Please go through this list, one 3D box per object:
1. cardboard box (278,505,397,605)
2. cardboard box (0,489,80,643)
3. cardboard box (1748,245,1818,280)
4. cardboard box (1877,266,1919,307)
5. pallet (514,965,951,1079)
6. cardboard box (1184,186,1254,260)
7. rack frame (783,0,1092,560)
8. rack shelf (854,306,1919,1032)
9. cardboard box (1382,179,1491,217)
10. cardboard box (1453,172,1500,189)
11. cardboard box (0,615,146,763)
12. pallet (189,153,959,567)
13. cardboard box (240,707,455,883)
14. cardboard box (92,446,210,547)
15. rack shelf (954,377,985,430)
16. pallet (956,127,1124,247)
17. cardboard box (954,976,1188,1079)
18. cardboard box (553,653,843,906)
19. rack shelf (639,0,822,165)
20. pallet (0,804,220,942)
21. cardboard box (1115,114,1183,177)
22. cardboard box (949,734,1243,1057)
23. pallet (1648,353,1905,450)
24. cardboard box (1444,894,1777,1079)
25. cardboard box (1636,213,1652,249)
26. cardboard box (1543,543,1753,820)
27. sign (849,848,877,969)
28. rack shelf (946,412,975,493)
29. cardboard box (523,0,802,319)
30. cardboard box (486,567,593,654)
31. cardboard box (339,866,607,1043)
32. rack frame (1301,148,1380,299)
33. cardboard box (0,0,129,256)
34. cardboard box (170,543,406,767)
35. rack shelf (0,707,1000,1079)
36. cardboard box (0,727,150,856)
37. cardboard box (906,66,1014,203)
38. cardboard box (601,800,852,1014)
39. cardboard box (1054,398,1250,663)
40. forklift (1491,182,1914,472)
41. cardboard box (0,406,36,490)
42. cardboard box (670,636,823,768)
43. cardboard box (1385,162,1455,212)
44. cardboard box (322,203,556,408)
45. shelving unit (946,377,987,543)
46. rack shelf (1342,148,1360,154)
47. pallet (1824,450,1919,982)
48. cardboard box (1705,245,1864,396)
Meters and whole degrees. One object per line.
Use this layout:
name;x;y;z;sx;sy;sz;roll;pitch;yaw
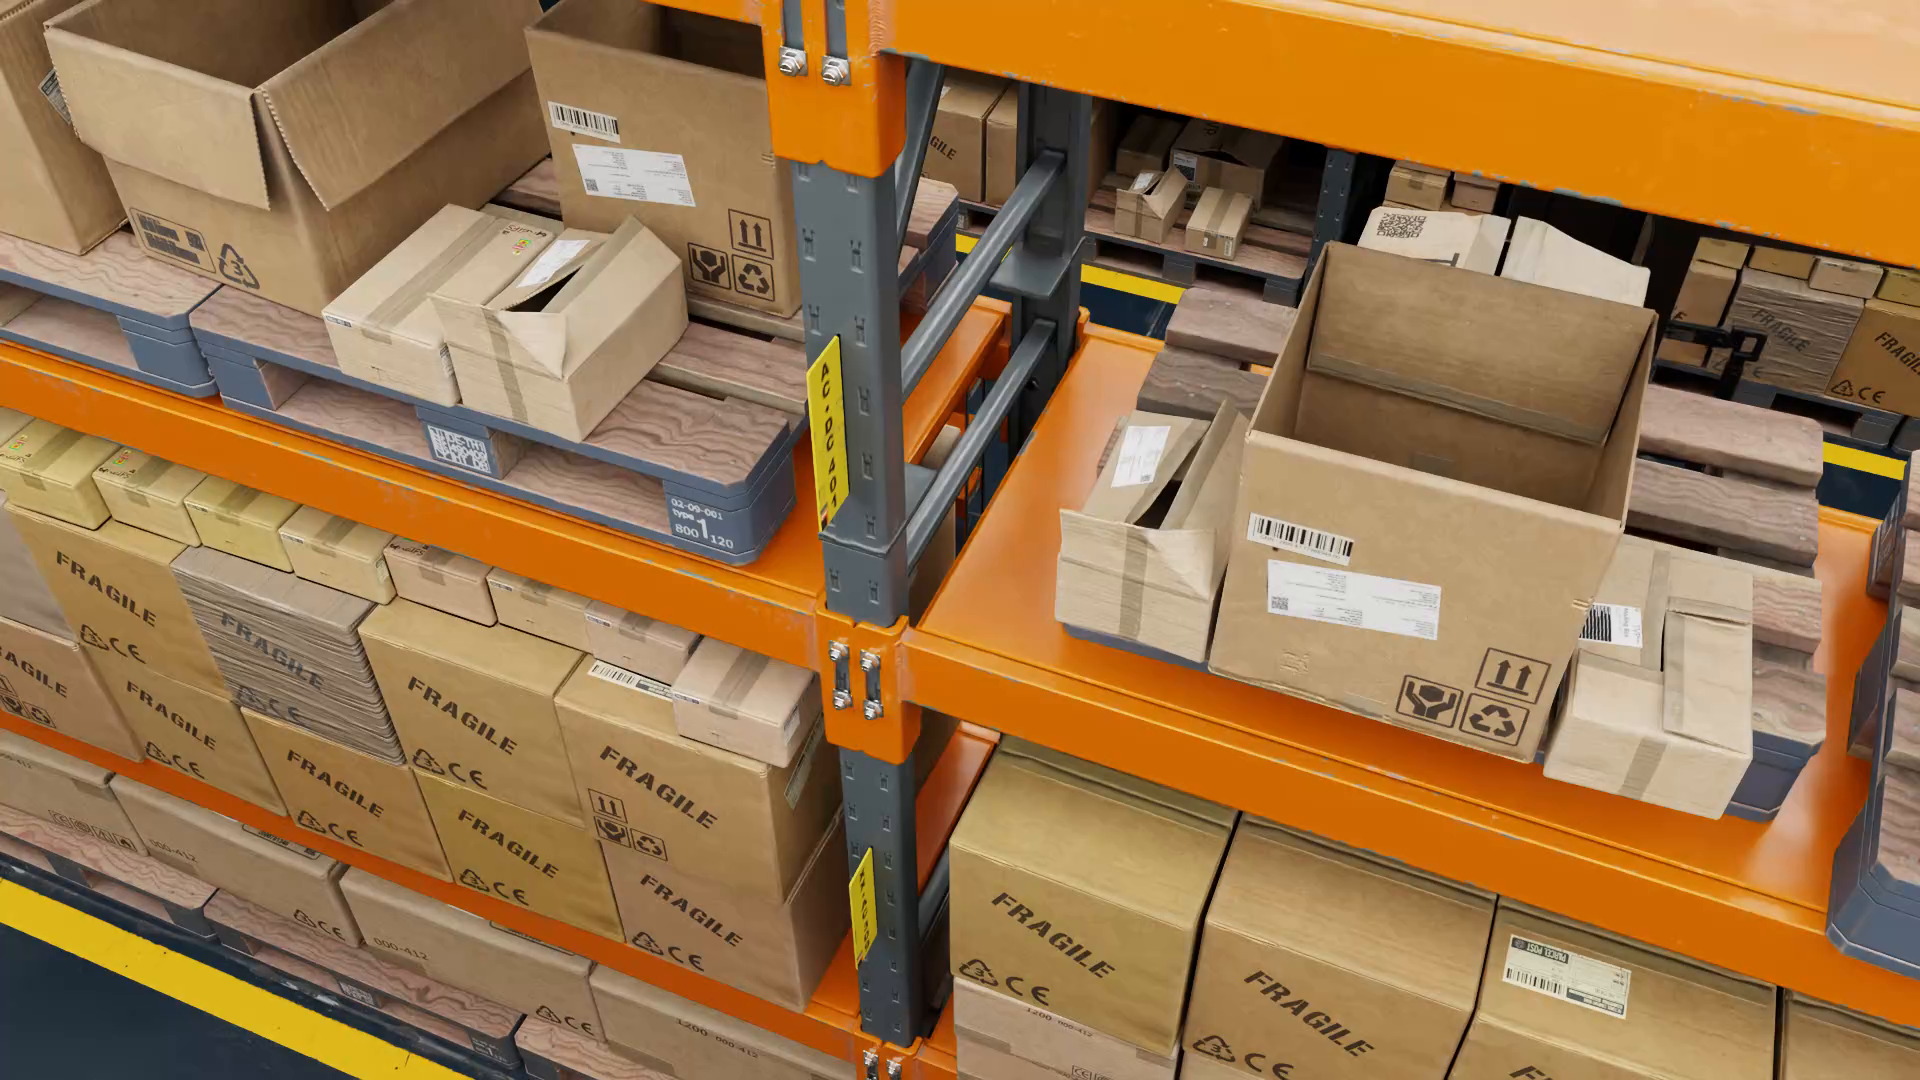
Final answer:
cardboard box;-1.311;-0.060;3.783;0.250;0.149;0.380;16;47;16
cardboard box;-2.392;-0.136;4.319;0.500;0.500;0.500;16;47;16
cardboard box;3.635;-1.332;7.316;0.250;0.149;0.380;17;47;16
cardboard box;4.109;-1.177;7.160;0.250;0.149;0.380;16;47;15
pallet;-0.663;1.485;5.447;1.213;0.211;1.003;16;47;16
cardboard box;1.289;-1.577;8.270;0.250;0.149;0.380;15;47;15
rack frame;0.009;-1.373;2.089;0.127;3.000;1.000;16;47;16
rack shelf;1.855;0.489;2.855;4.000;0.370;1.077;16;47;16
cardboard box;2.276;-1.463;7.907;0.500;0.500;0.500;18;48;18
cardboard box;2.404;-1.767;7.541;0.250;0.149;0.380;14;47;14
cardboard box;-2.410;0.218;4.672;0.500;0.500;0.500;16;47;16
pallet;-0.742;-0.507;3.408;1.213;0.211;1.003;16;47;16
cardboard box;-1.464;0.496;4.393;0.500;0.500;0.500;16;47;15
cardboard box;-1.786;-0.188;3.911;0.250;0.149;0.380;16;47;16
rack shelf;-0.049;-0.580;6.541;0.240;0.259;0.215;16;47;16
pallet;0.153;-2.007;8.957;1.213;0.211;1.003;16;47;16
cardboard box;0.307;0.933;3.777;0.500;0.250;0.500;15;47;15
cardboard box;-0.533;0.416;3.765;0.500;0.500;0.500;16;47;16
rack shelf;-1.837;-1.519;3.029;4.000;0.370;1.077;16;47;16
pallet;-2.915;0.822;6.113;1.213;0.211;1.003;16;47;16
cardboard box;0.998;-2.068;8.764;0.250;0.149;0.380;16;47;15
cardboard box;0.304;0.671;3.509;0.500;0.500;0.500;17;47;16
pallet;3.812;-0.963;7.908;1.213;0.211;1.003;16;47;16
cardboard box;1.247;0.928;3.249;0.500;0.500;0.500;15;47;15
cardboard box;3.146;-1.456;7.440;0.250;0.149;0.380;16;47;16
cardboard box;1.042;0.196;2.507;0.250;0.166;0.380;13;46;13
sign;-0.203;0.781;3.508;0.005;0.325;0.100;16;47;16
rack shelf;-0.049;-0.379;6.741;0.240;0.259;0.215;16;47;16
cardboard box;-0.453;-0.826;3.226;0.500;0.500;0.500;17;47;17
cardboard box;-0.826;0.041;3.681;0.250;0.149;0.380;16;47;16
cardboard box;-1.356;1.030;5.446;0.875;0.438;0.875;15;47;15
rack frame;1.917;-2.478;7.453;0.127;3.000;1.000;16;47;16
cardboard box;-1.880;-0.970;3.371;0.500;0.500;0.500;17;47;17
cardboard box;-1.471;0.140;4.041;0.500;0.500;0.500;17;47;16
rack shelf;-1.837;0.466;5.004;4.000;0.370;1.077;16;47;16
cardboard box;-3.035;0.541;5.937;0.875;0.438;0.875;15;47;15
cardboard box;-0.024;-2.133;8.581;0.500;0.500;0.500;17;47;17
cardboard box;-0.517;0.759;4.129;0.500;0.500;0.500;17;47;16
cardboard box;0.336;-0.047;2.680;0.258;0.266;0.396;16;47;15
forklift;2.410;-0.545;5.558;3.031;2.935;1.130;12;46;12
cardboard box;-2.270;-0.314;4.038;0.250;0.149;0.380;17;47;16
cardboard box;-0.398;0.258;3.464;0.250;0.149;0.380;15;47;15
cardboard box;2.145;-1.700;7.686;0.250;0.149;0.380;19;48;18
cardboard box;-0.948;-0.442;3.089;0.250;0.149;0.380;17;47;17
shelving unit;-0.049;-0.387;6.733;0.252;1.050;0.215;16;47;16
rack shelf;3.762;-1.680;7.161;4.000;0.370;1.077;16;47;16
pallet;2.053;0.402;2.566;1.213;0.211;1.003;18;48;18
cardboard box;3.707;-1.042;7.484;0.500;0.500;0.500;15;47;14
